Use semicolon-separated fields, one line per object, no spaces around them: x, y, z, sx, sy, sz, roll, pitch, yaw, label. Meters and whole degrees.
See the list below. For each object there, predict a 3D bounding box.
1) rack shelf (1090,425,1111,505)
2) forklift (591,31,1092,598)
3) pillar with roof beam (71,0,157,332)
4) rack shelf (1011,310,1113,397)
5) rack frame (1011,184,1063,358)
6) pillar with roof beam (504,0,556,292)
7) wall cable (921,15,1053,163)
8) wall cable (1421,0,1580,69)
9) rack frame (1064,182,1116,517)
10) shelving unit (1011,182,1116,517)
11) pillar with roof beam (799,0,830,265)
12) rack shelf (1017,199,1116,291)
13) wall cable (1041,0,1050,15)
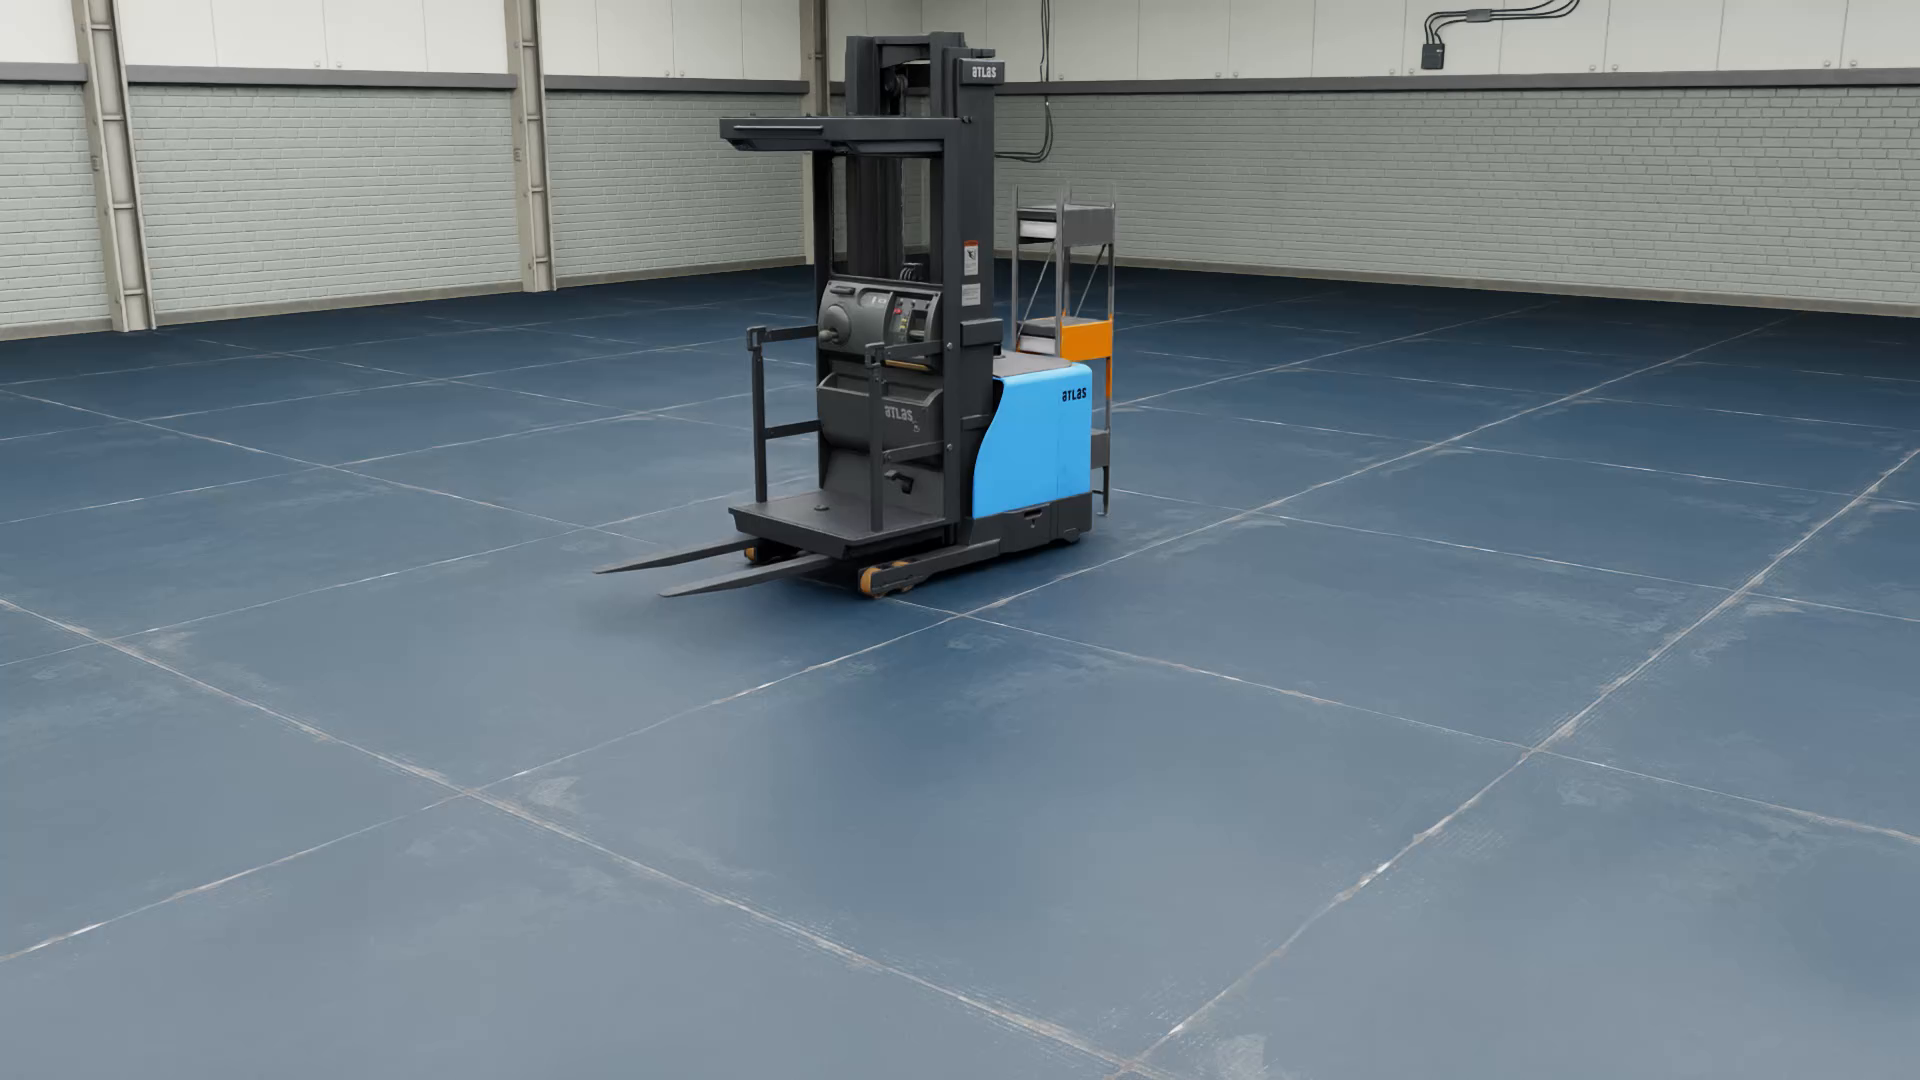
0.640;-0.470;10.608;0.480;0.518;0.431;-14;20;-43;rack shelf
-0.601;-1.250;9.092;3.031;2.935;1.130;-14;20;-43;forklift
-6.671;-6.251;16.453;9.100;9.000;0.400;11;18;38;pillar with roof beam
0.640;-1.149;10.435;0.480;0.518;0.431;-14;20;-43;rack shelf
0.467;-1.120;10.265;0.015;2.100;0.400;-14;20;-43;rack frame
-2.900;-7.400;20.976;9.100;9.000;0.400;11;18;38;pillar with roof beam
0.403;-8.070;29.919;3.097;2.526;0.112;11;18;38;wall cable
7.777;-9.751;23.323;2.305;6.003;0.169;11;18;38;wall cable
0.814;-1.204;10.598;0.015;2.100;0.400;-14;20;-43;rack frame
0.640;-1.162;10.432;0.503;2.100;0.431;-14;20;-43;shelving unit
0.871;-8.549;25.499;9.100;9.000;0.400;11;18;38;pillar with roof beam
0.640;-1.827;10.263;0.480;0.518;0.431;-14;20;-43;rack shelf
2.507;-10.099;27.649;3.097;2.526;0.112;11;18;38;wall cable
